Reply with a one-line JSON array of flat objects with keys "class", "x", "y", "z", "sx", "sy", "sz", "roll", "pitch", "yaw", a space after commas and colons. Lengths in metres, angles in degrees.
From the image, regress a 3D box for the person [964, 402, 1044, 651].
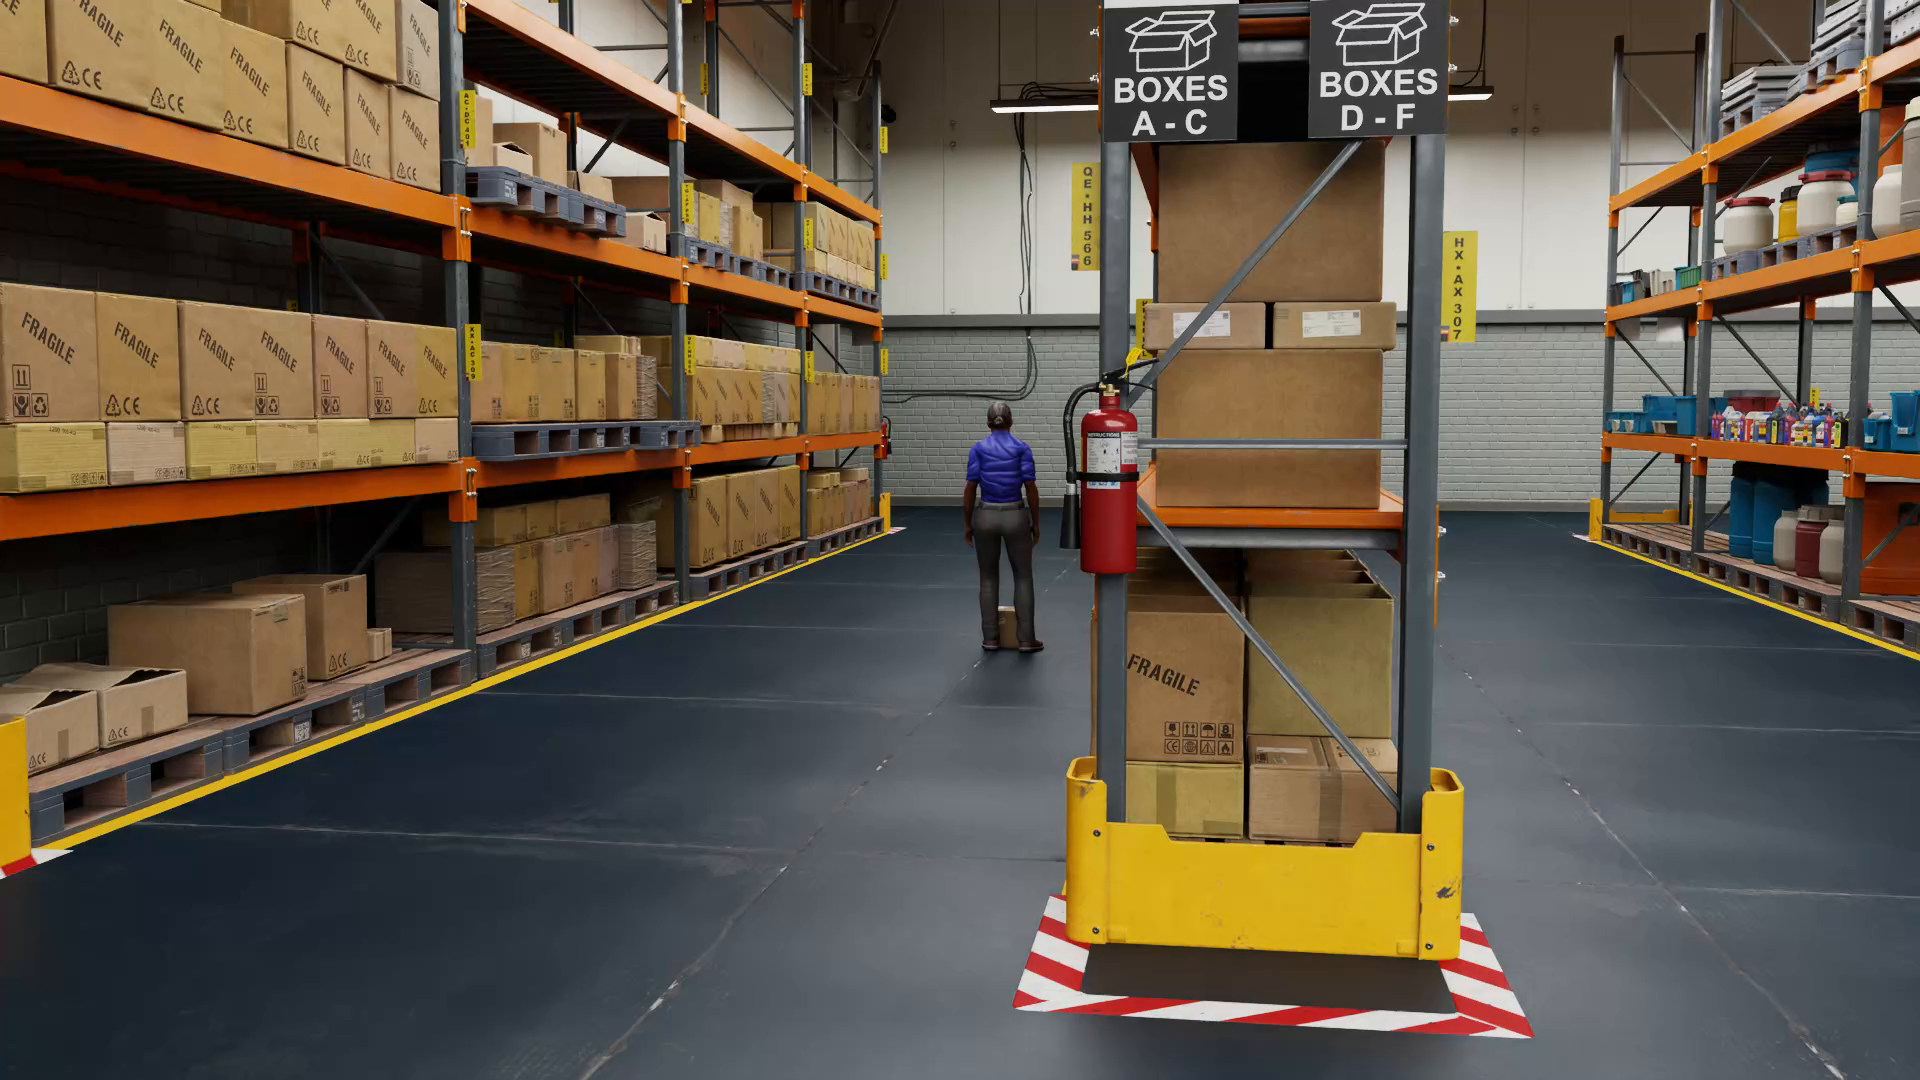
[{"class": "person", "x": 0.294, "y": -0.091, "z": 11.065, "sx": 0.531, "sy": 1.656, "sz": 0.396, "roll": 1, "pitch": 5, "yaw": 6}]
